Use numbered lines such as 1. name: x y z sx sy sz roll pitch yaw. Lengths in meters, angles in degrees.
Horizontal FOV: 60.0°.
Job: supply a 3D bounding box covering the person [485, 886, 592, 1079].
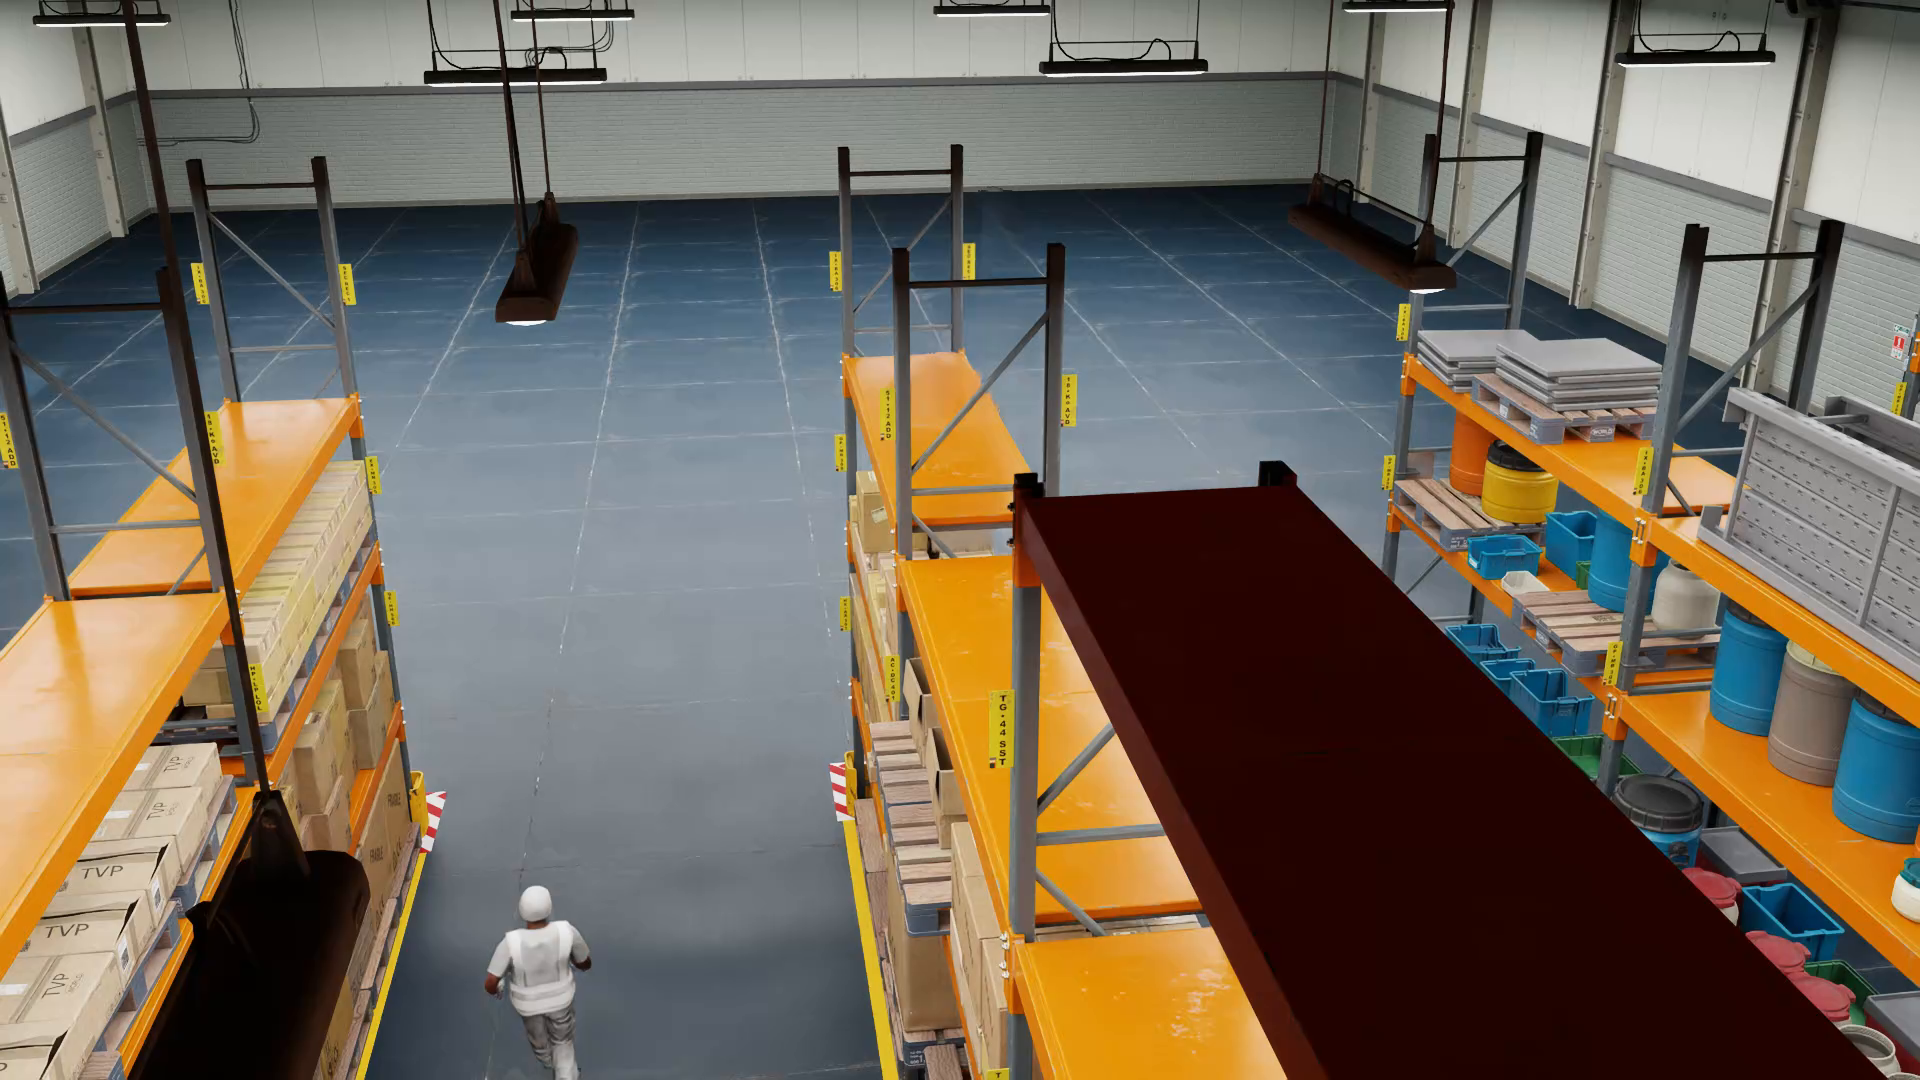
1. person: -2.812 3.059 11.172 0.696 1.682 0.886 -7 23 -17
